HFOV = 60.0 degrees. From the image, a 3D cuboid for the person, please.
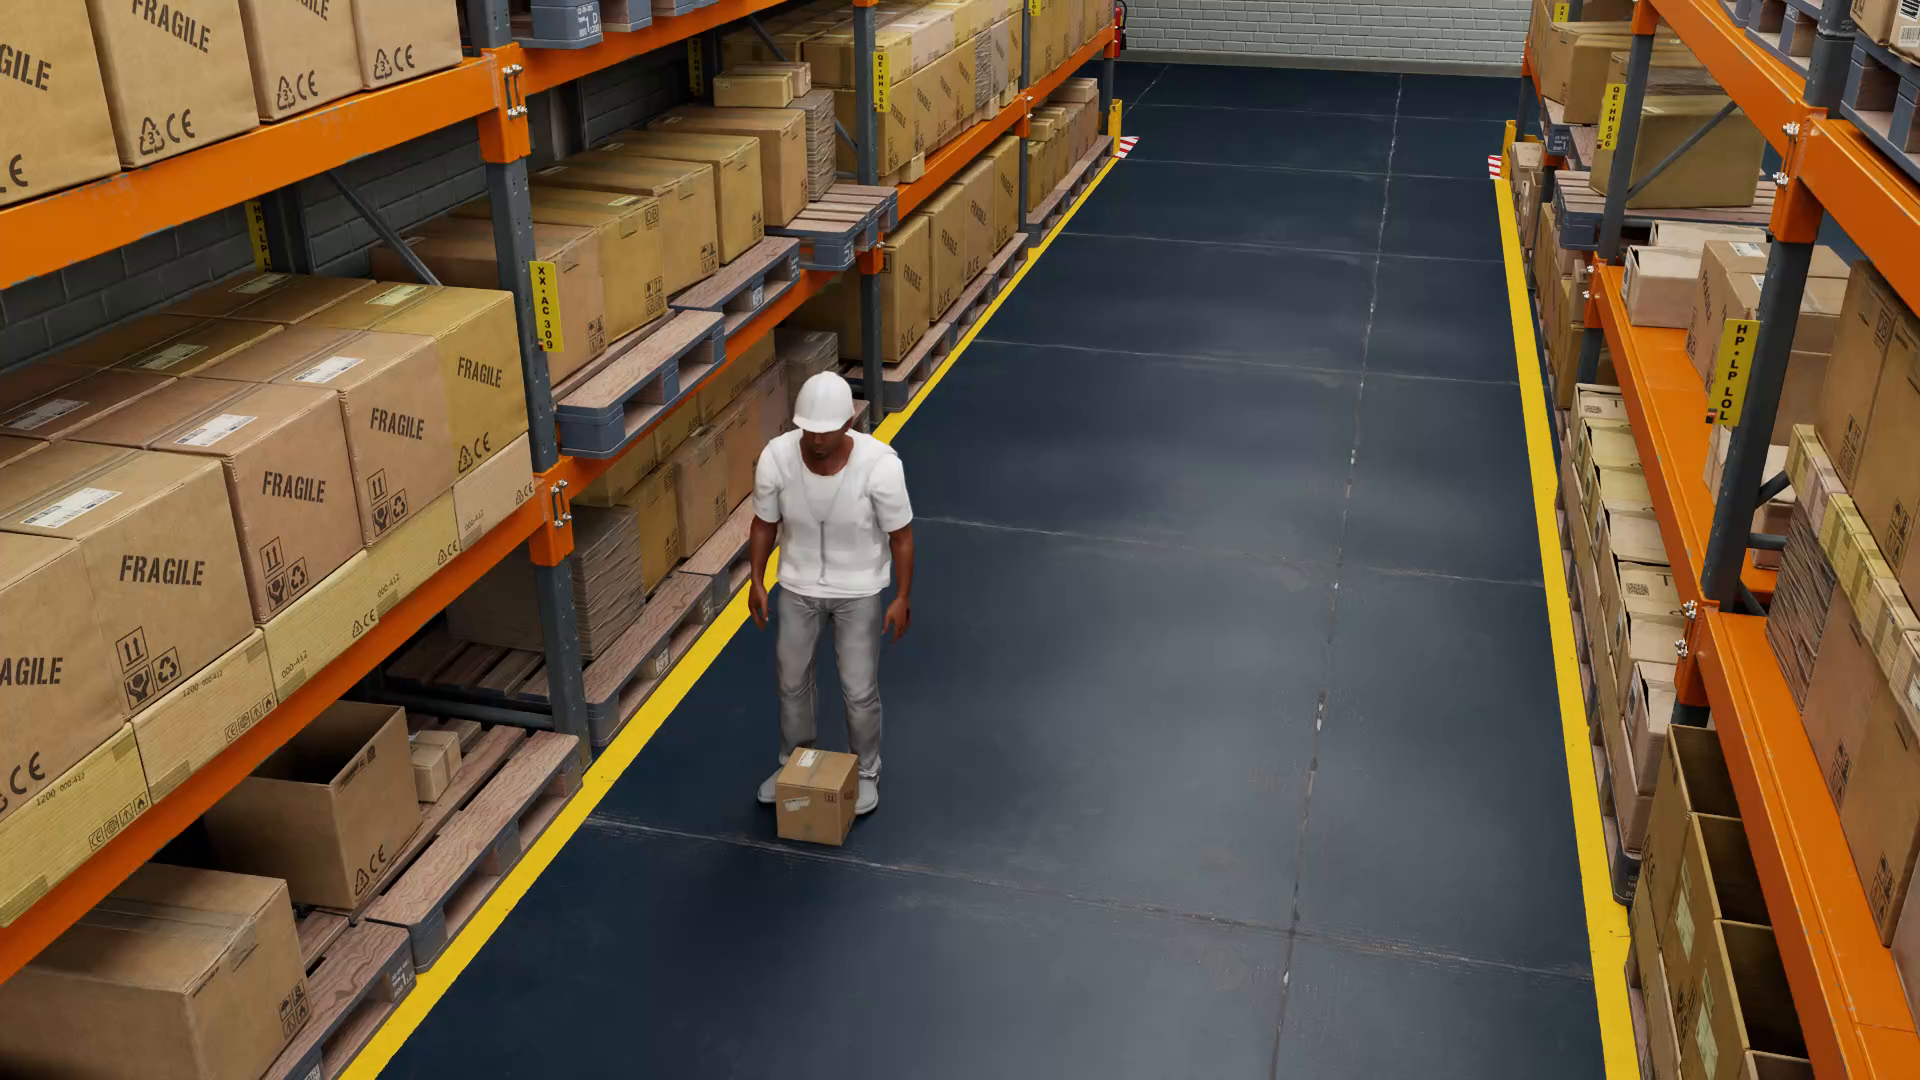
[{"bbox_3d":[-0.486,0.193,6.177,0.629,1.759,0.461,5,26,10],"label":"person"}]
